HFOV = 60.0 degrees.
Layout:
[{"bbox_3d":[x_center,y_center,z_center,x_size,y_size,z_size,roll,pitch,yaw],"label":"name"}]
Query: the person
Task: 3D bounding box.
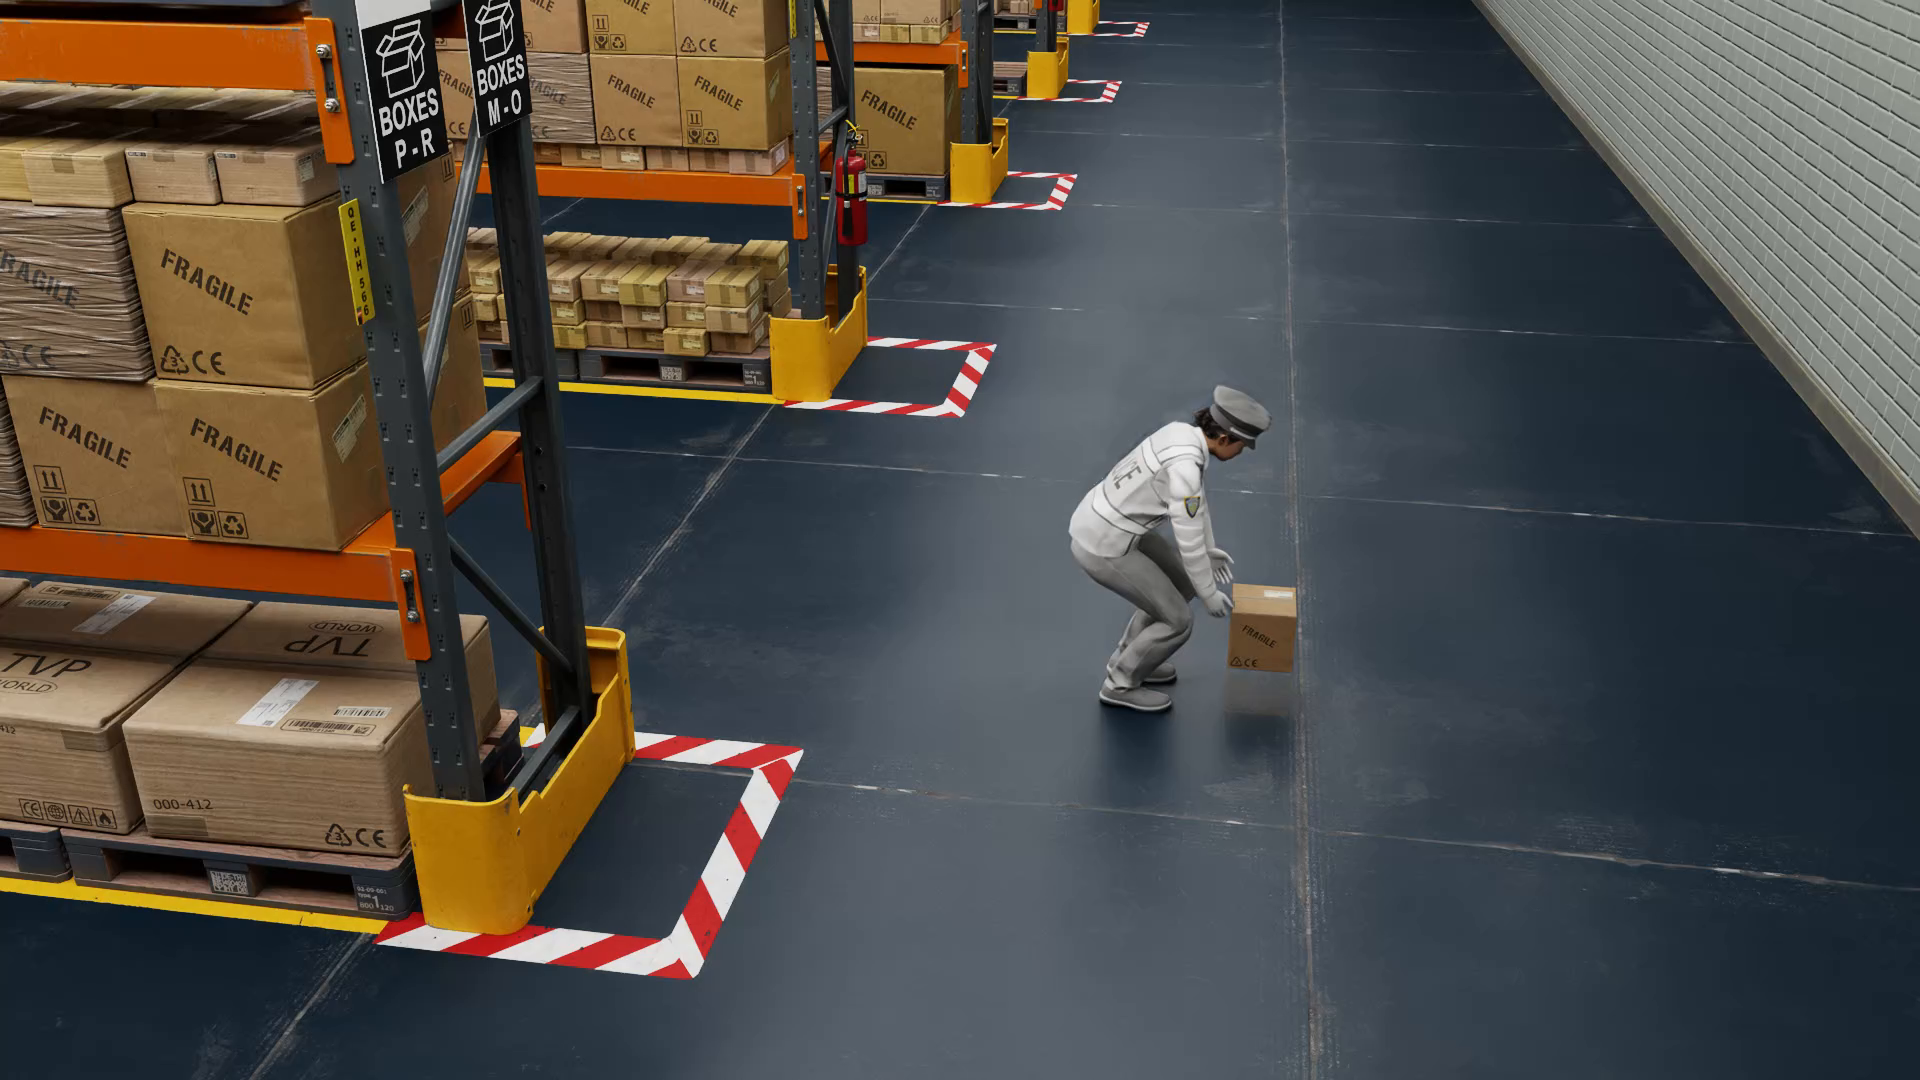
[{"bbox_3d":[0.804,0.021,6.508,0.749,1.294,0.519,4,25,9],"label":"person"}]
